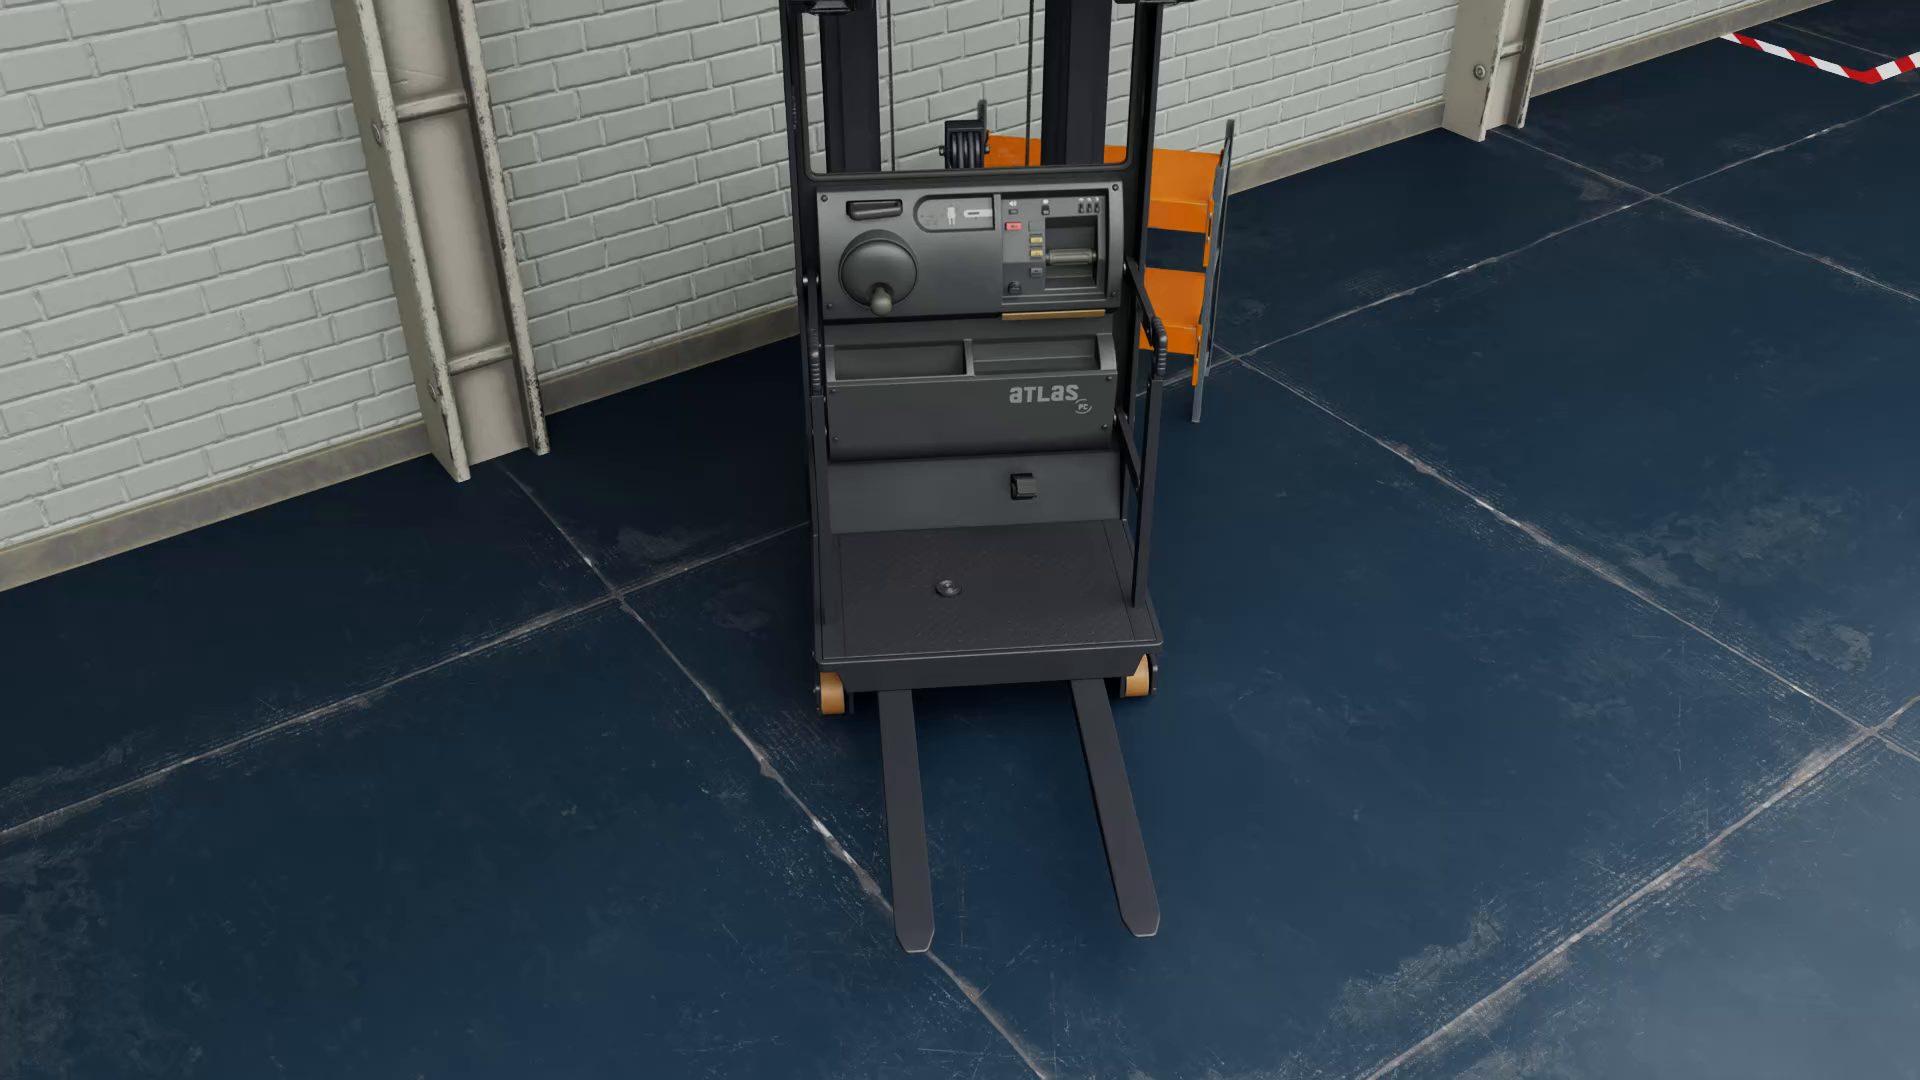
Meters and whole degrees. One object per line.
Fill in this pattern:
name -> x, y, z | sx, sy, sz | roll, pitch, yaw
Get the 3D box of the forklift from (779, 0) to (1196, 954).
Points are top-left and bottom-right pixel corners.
forklift -> 0.055, -0.824, 4.885 | 1.130, 2.935, 3.031 | -3, 36, -4

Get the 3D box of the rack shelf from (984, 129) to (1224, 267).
rack shelf -> 0.538, -1.391, 6.720 | 1.000, 0.278, 0.538 | 7, 36, 10

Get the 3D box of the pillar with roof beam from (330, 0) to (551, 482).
pillar with roof beam -> 0.569, -1.964, 1.274 | 0.400, 9.000, 9.100 | -22, 41, -28

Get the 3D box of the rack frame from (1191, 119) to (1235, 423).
rack frame -> 1.034, -1.089, 6.801 | 0.032, 1.125, 0.500 | 7, 36, 10

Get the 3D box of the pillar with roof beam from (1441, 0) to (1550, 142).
pillar with roof beam -> 5.474, -3.983, 4.080 | 0.400, 9.000, 9.100 | -22, 41, -28

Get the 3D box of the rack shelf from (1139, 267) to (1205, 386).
rack shelf -> 0.538, -0.955, 7.033 | 1.000, 0.278, 0.538 | 7, 36, 10

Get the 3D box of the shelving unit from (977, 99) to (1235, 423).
shelving unit -> 0.538, -1.154, 6.891 | 1.048, 1.125, 0.538 | 7, 36, 10

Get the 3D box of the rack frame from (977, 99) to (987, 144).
rack frame -> 0.042, -1.218, 6.981 | 0.032, 1.125, 0.500 | 7, 36, 10
